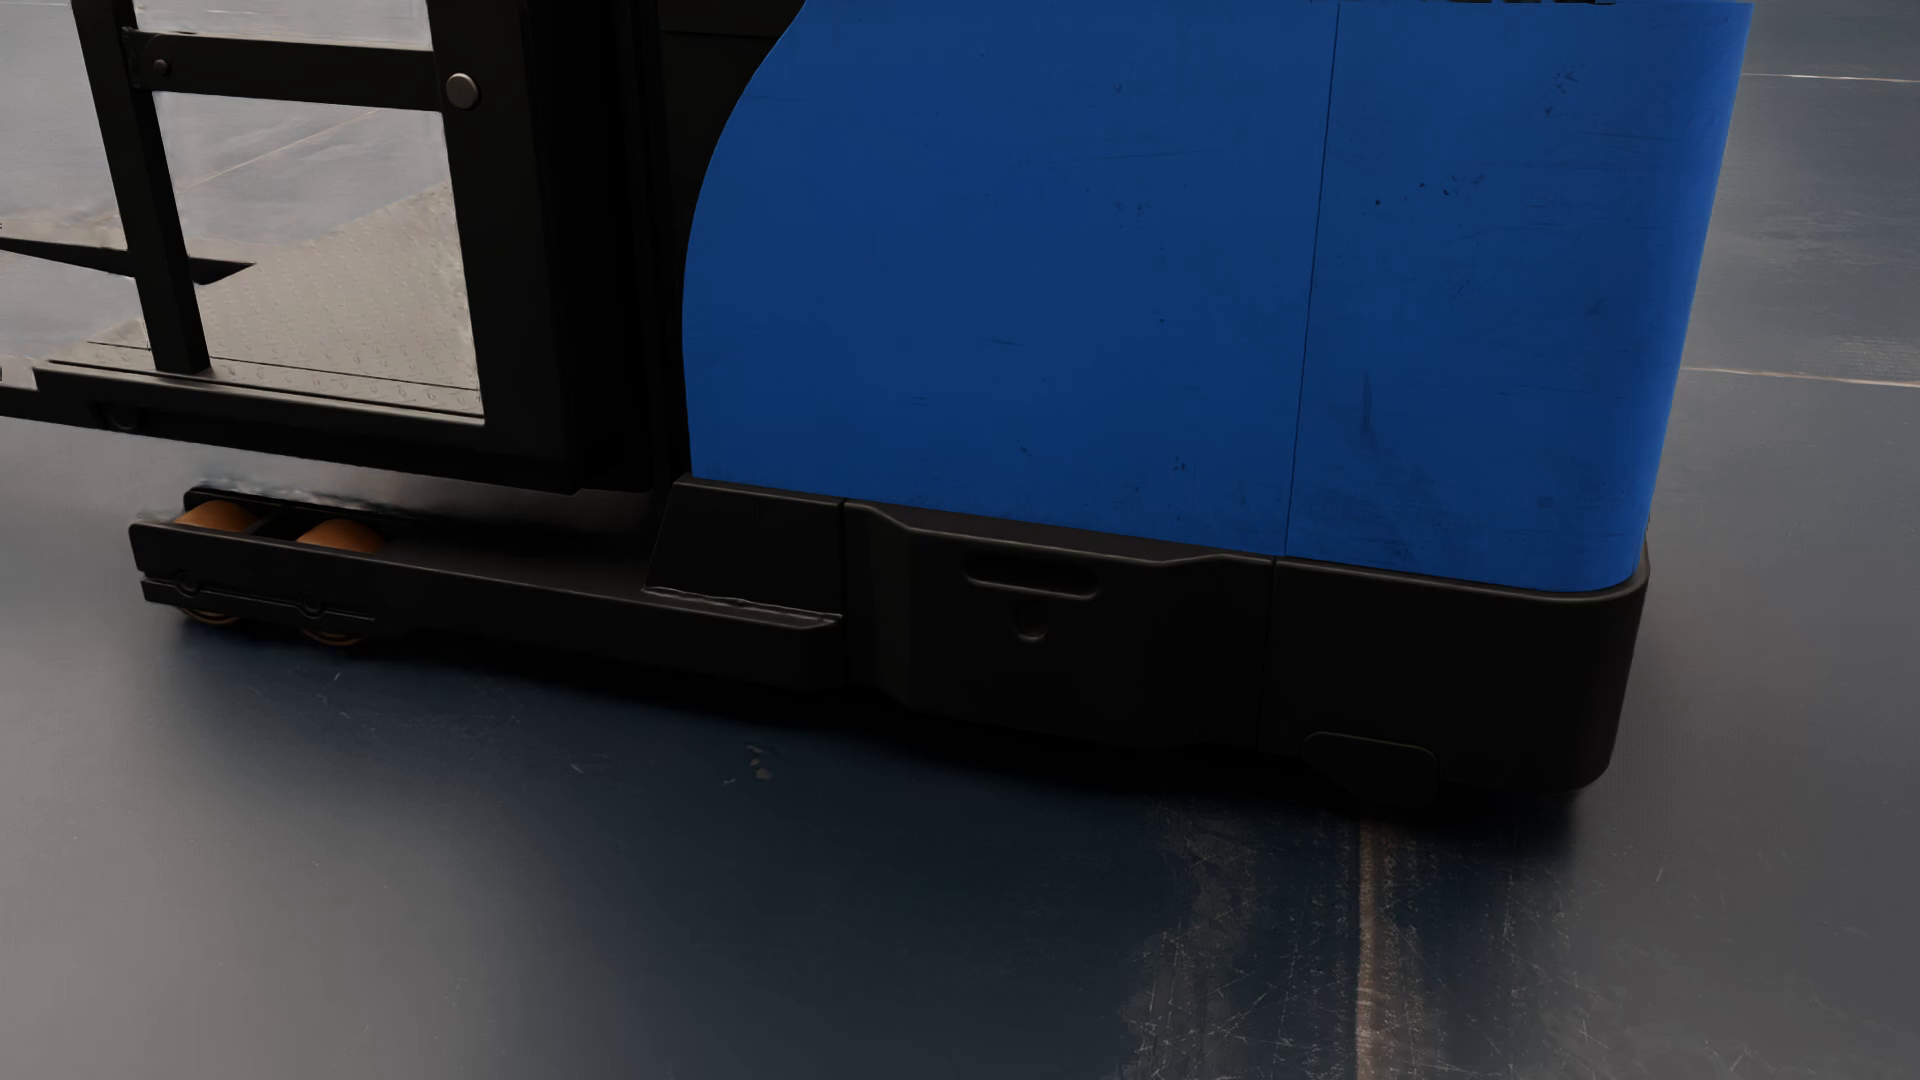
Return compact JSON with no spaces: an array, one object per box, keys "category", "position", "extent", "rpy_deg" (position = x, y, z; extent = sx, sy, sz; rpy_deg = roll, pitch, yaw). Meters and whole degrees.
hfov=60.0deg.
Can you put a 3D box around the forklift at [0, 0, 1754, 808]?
[{"category":"forklift","position":[-0.597,-1.384,1.989],"extent":[3.031,2.935,1.130],"rpy_deg":[8,28,15]}]
